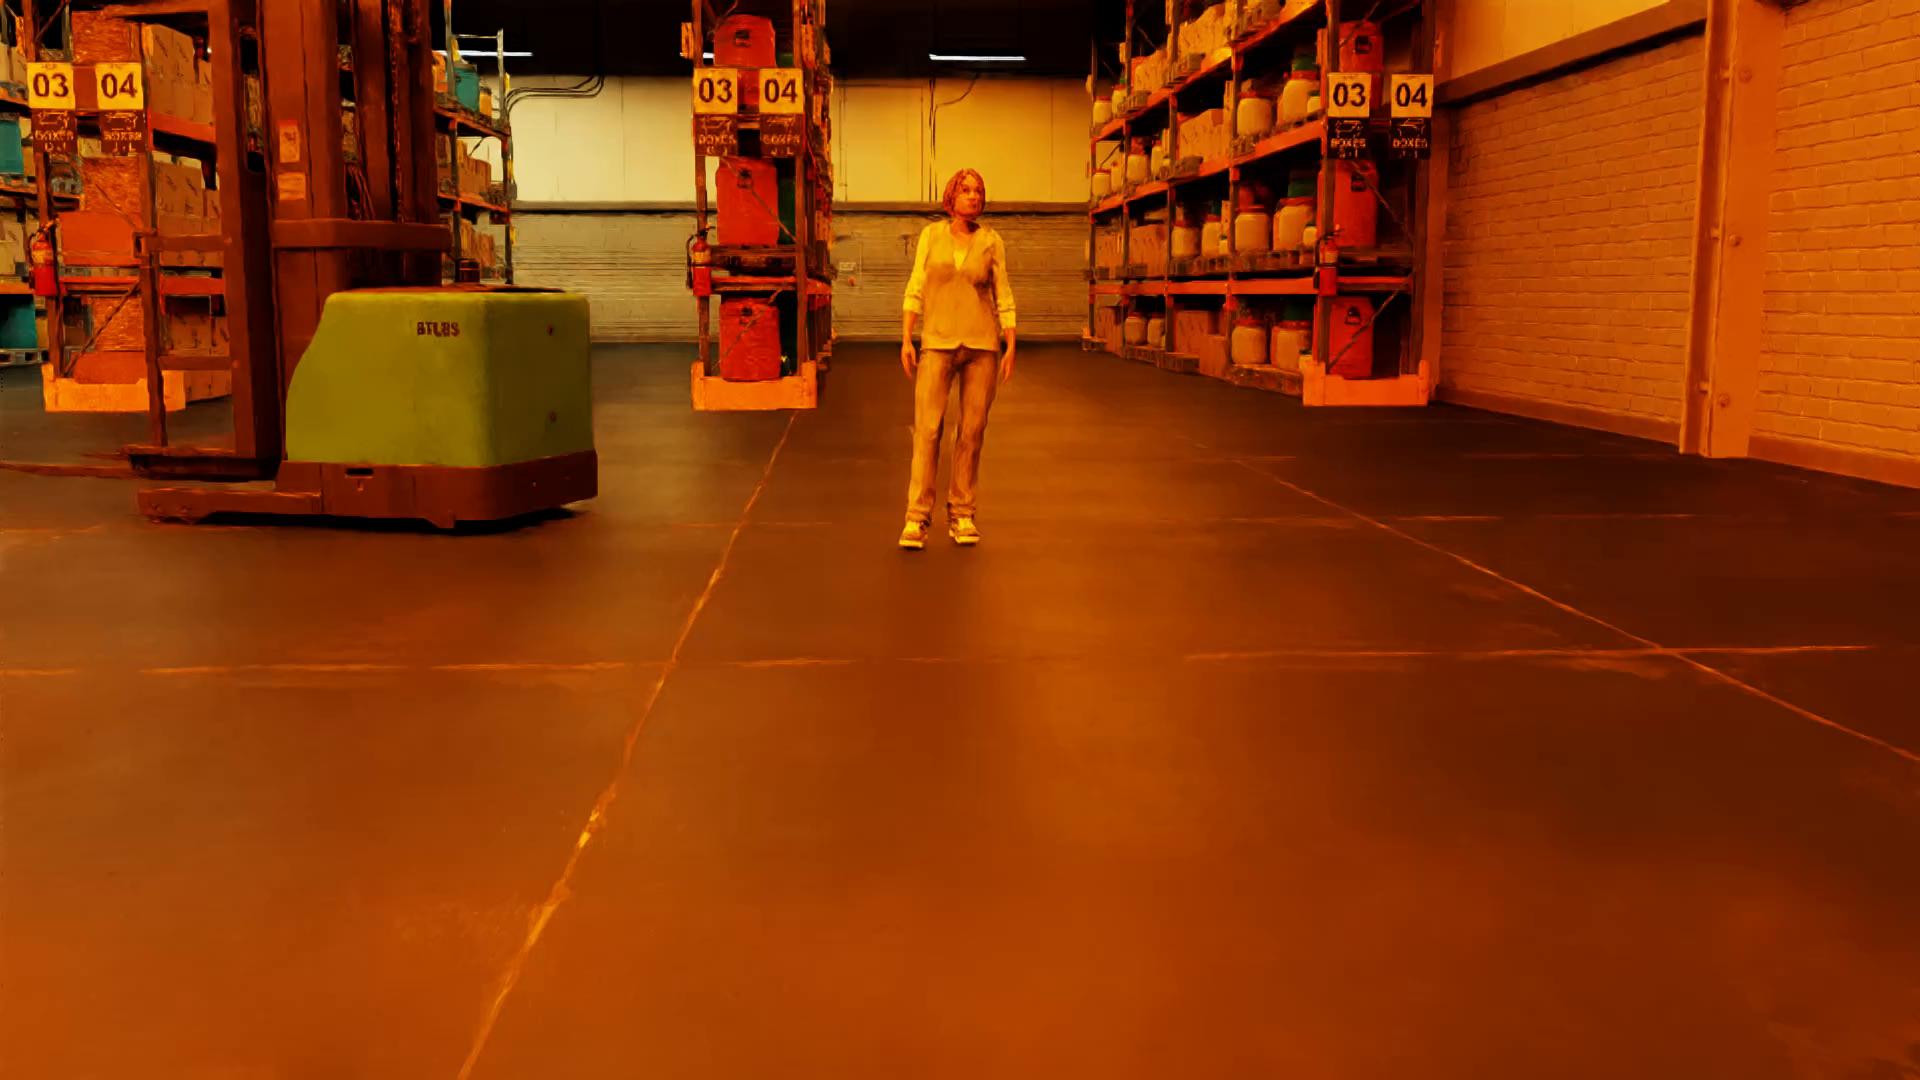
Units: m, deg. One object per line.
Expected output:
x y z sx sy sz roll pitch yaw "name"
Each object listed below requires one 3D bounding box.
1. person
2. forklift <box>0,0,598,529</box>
-0.009 -0.786 7.118 0.521 1.597 0.474 -1 8 -4 "person"
-3.383 -1.597 8.084 3.031 2.935 1.130 2 9 16 "forklift"
